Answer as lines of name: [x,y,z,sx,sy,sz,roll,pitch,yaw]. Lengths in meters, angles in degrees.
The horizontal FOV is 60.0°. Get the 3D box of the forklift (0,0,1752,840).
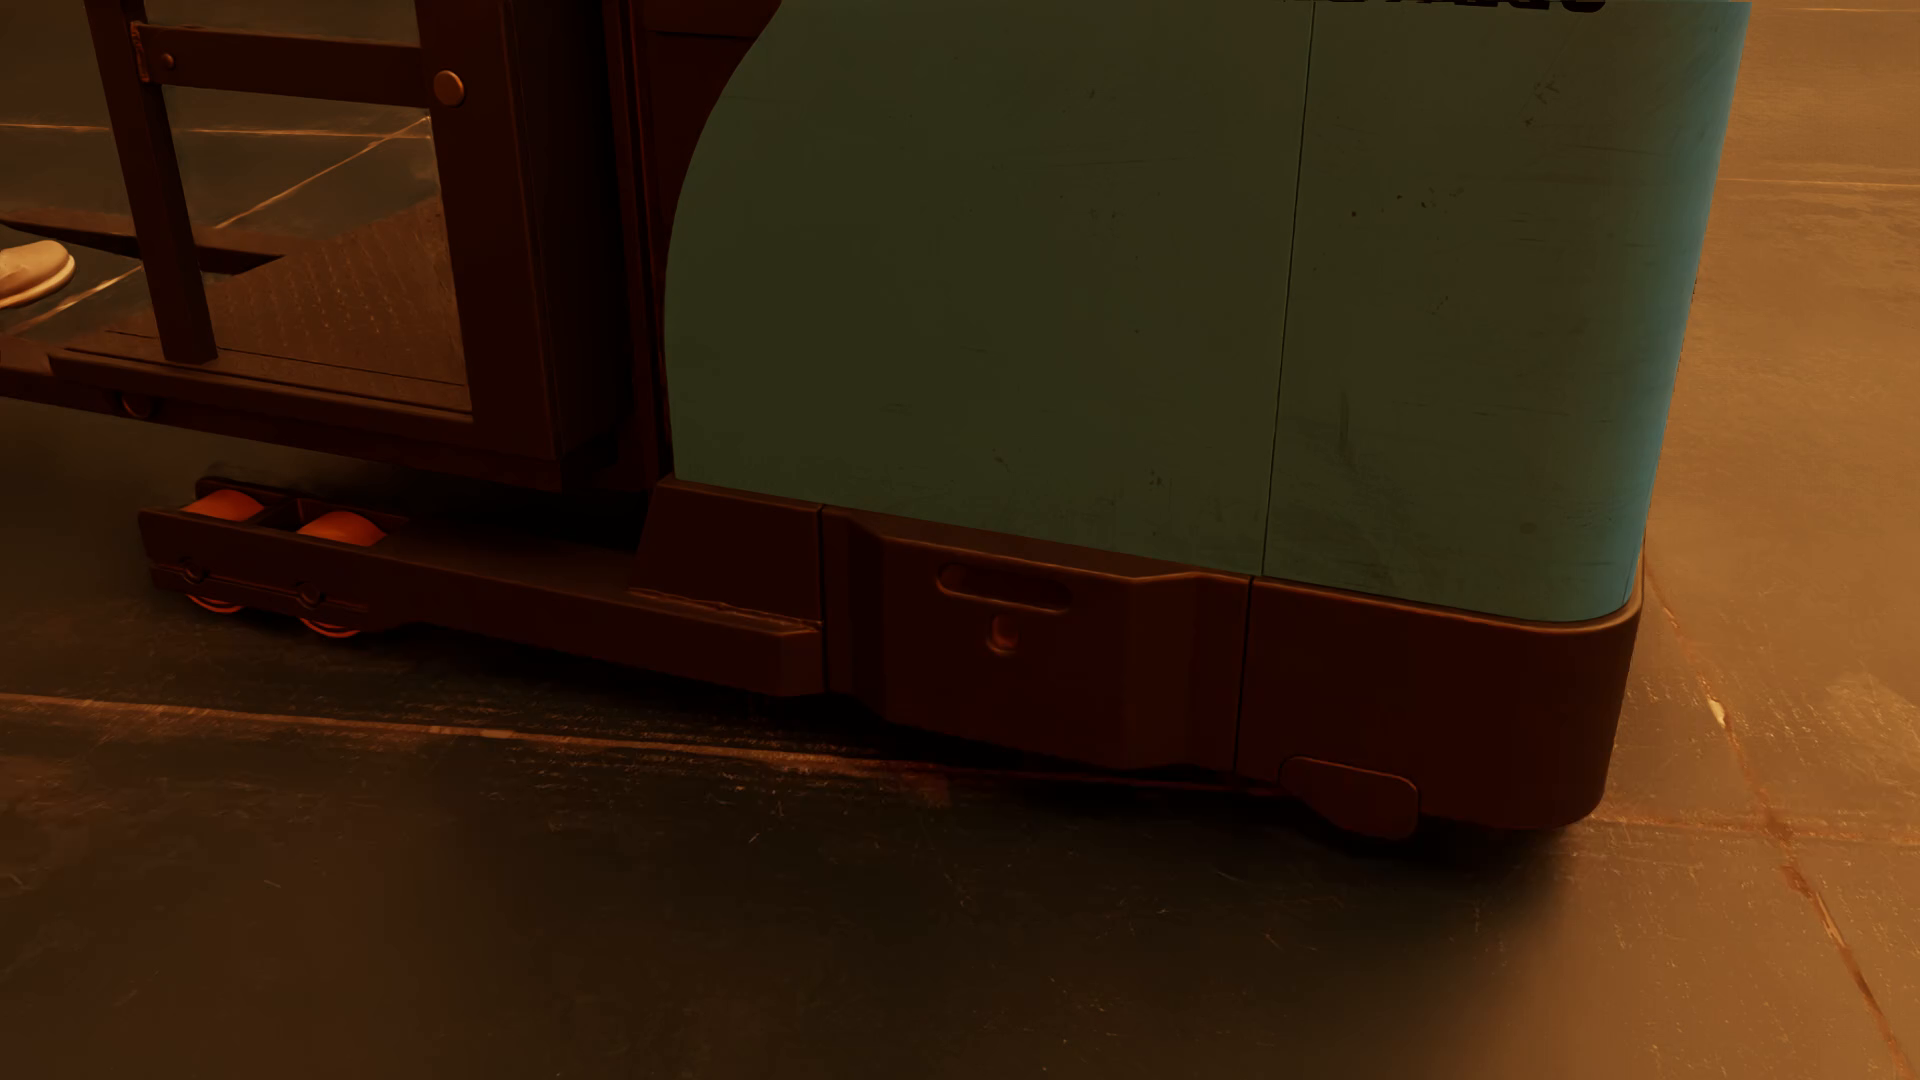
forklift: [-0.576,-1.389,2.000,3.031,2.935,1.130,10,28,19]

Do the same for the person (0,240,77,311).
person: [-1.931,-0.904,2.412,0.777,1.547,0.627,9,28,18]
